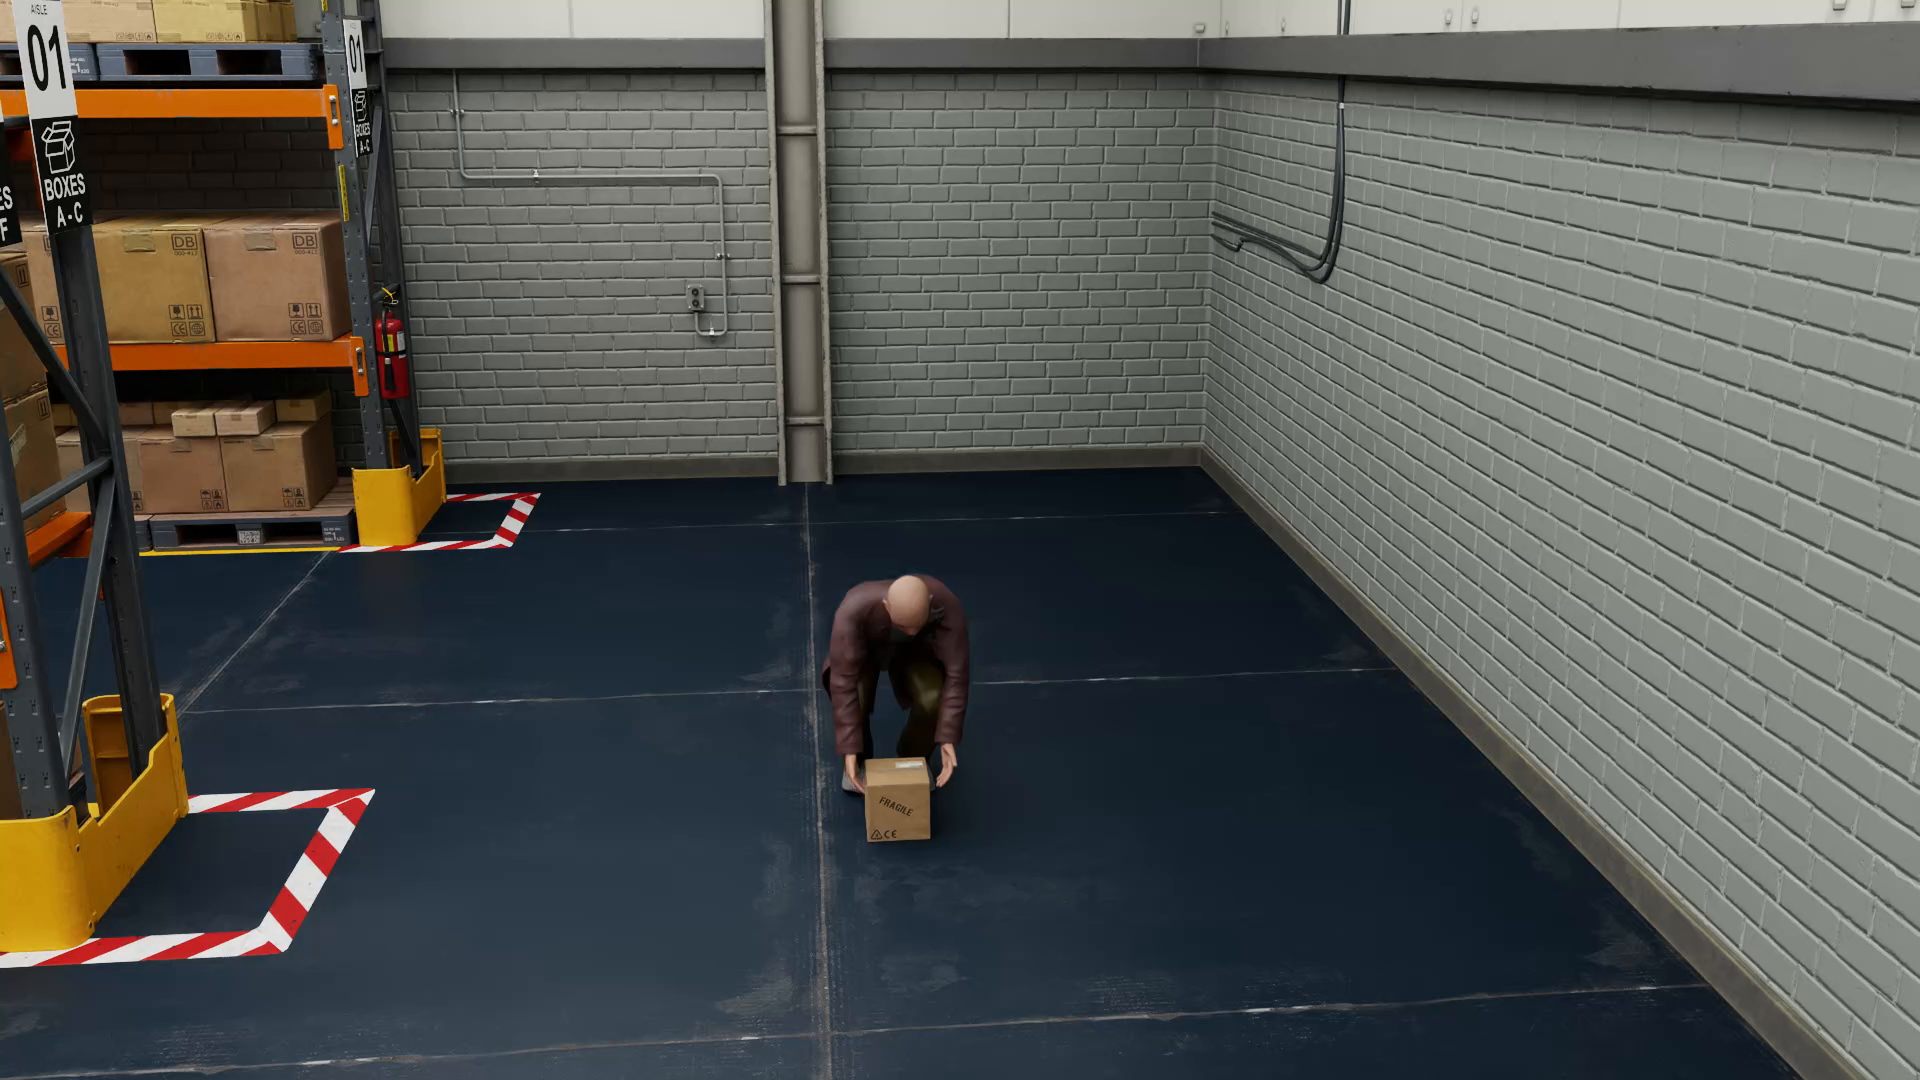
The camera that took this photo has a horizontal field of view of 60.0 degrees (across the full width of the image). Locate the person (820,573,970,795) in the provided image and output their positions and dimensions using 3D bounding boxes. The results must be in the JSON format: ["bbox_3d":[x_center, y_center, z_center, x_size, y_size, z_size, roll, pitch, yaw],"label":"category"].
[{"bbox_3d":[-0.278,0.568,6.965,0.612,1.029,0.878,-2,17,-6],"label":"person"}]
